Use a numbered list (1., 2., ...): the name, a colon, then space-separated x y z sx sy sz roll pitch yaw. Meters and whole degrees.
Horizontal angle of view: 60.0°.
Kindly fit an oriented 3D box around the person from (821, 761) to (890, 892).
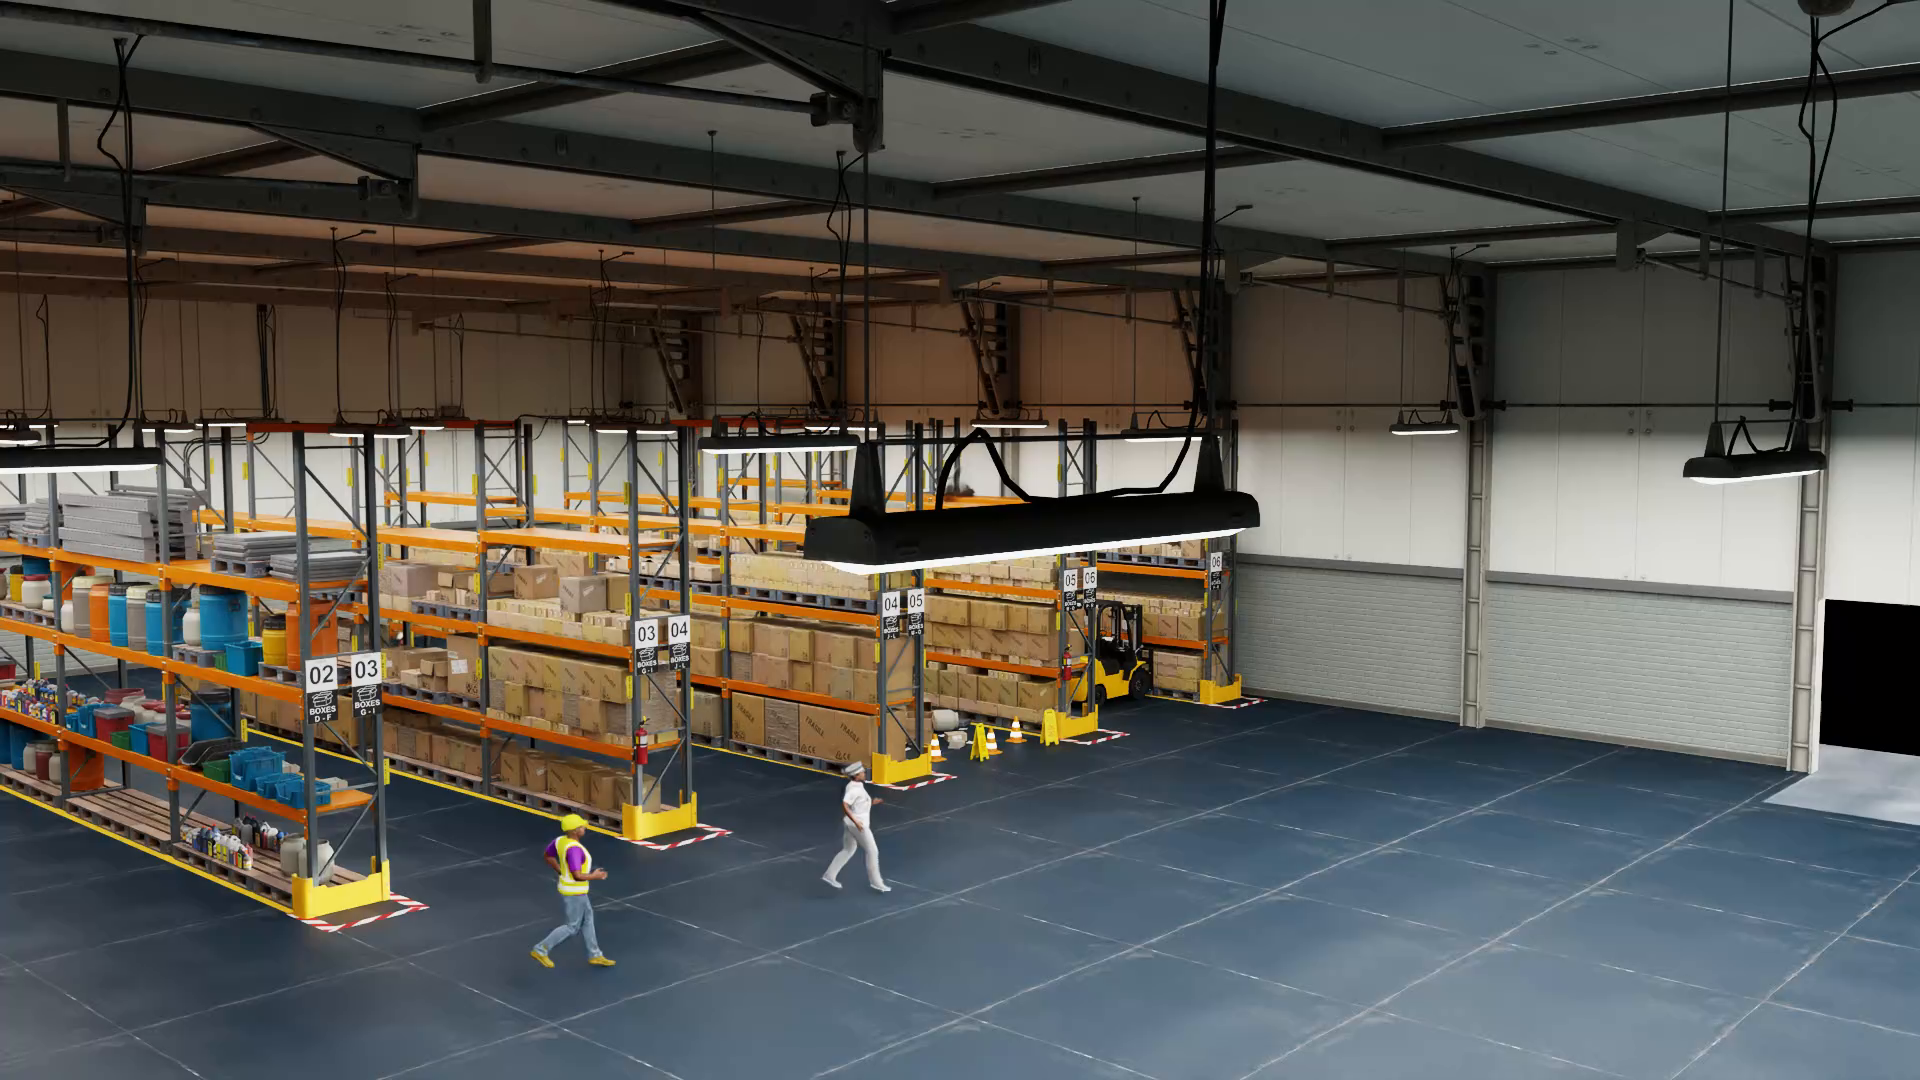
1. person: -1.343 3.712 21.485 0.885 1.721 0.562 -2 5 -19

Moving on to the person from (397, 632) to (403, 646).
1. person: -11.062 2.747 33.118 0.724 1.831 0.639 4 6 39

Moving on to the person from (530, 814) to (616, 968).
1. person: -4.316 3.931 18.502 0.952 1.784 0.715 -2 5 -24
